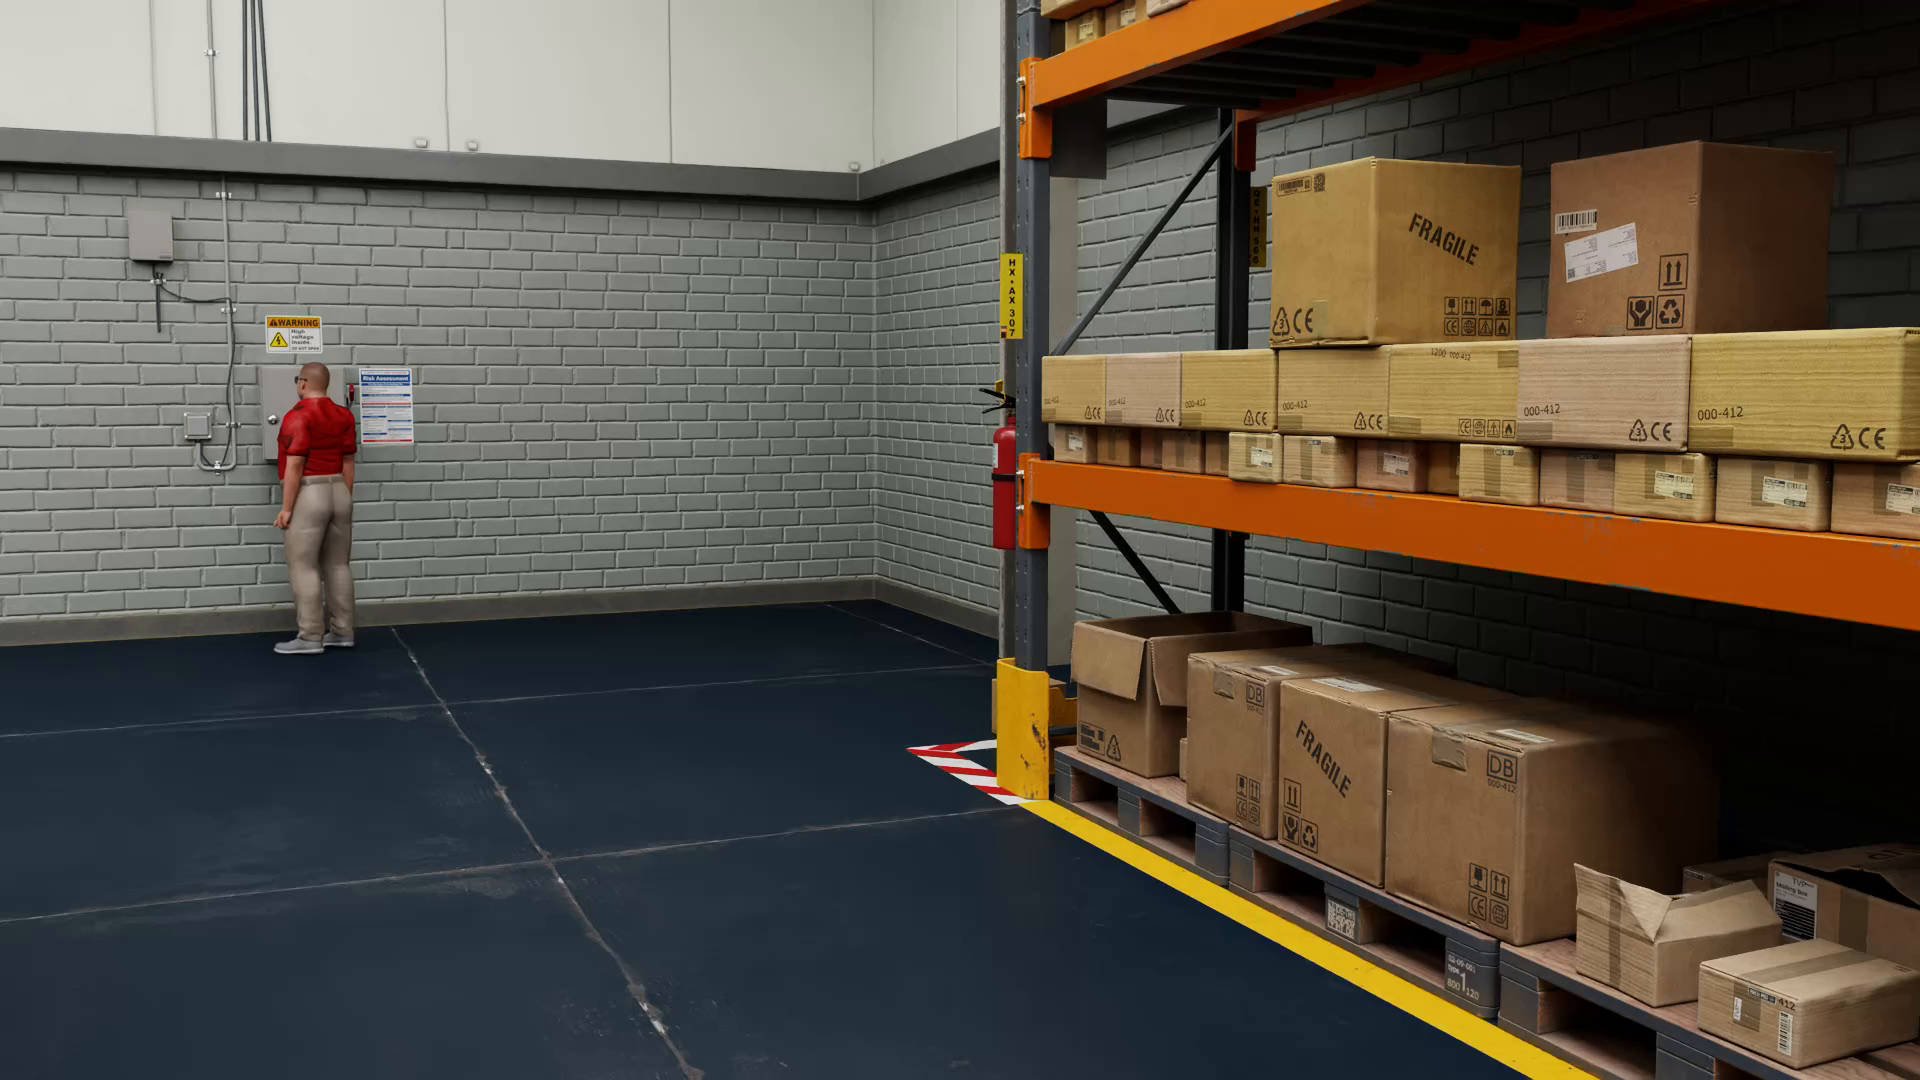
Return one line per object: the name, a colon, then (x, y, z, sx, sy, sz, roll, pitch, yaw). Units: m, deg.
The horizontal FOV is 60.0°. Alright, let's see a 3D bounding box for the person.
person: (-3.858, -0.192, 9.903, 0.386, 1.727, 0.520, 2, 6, 24)
